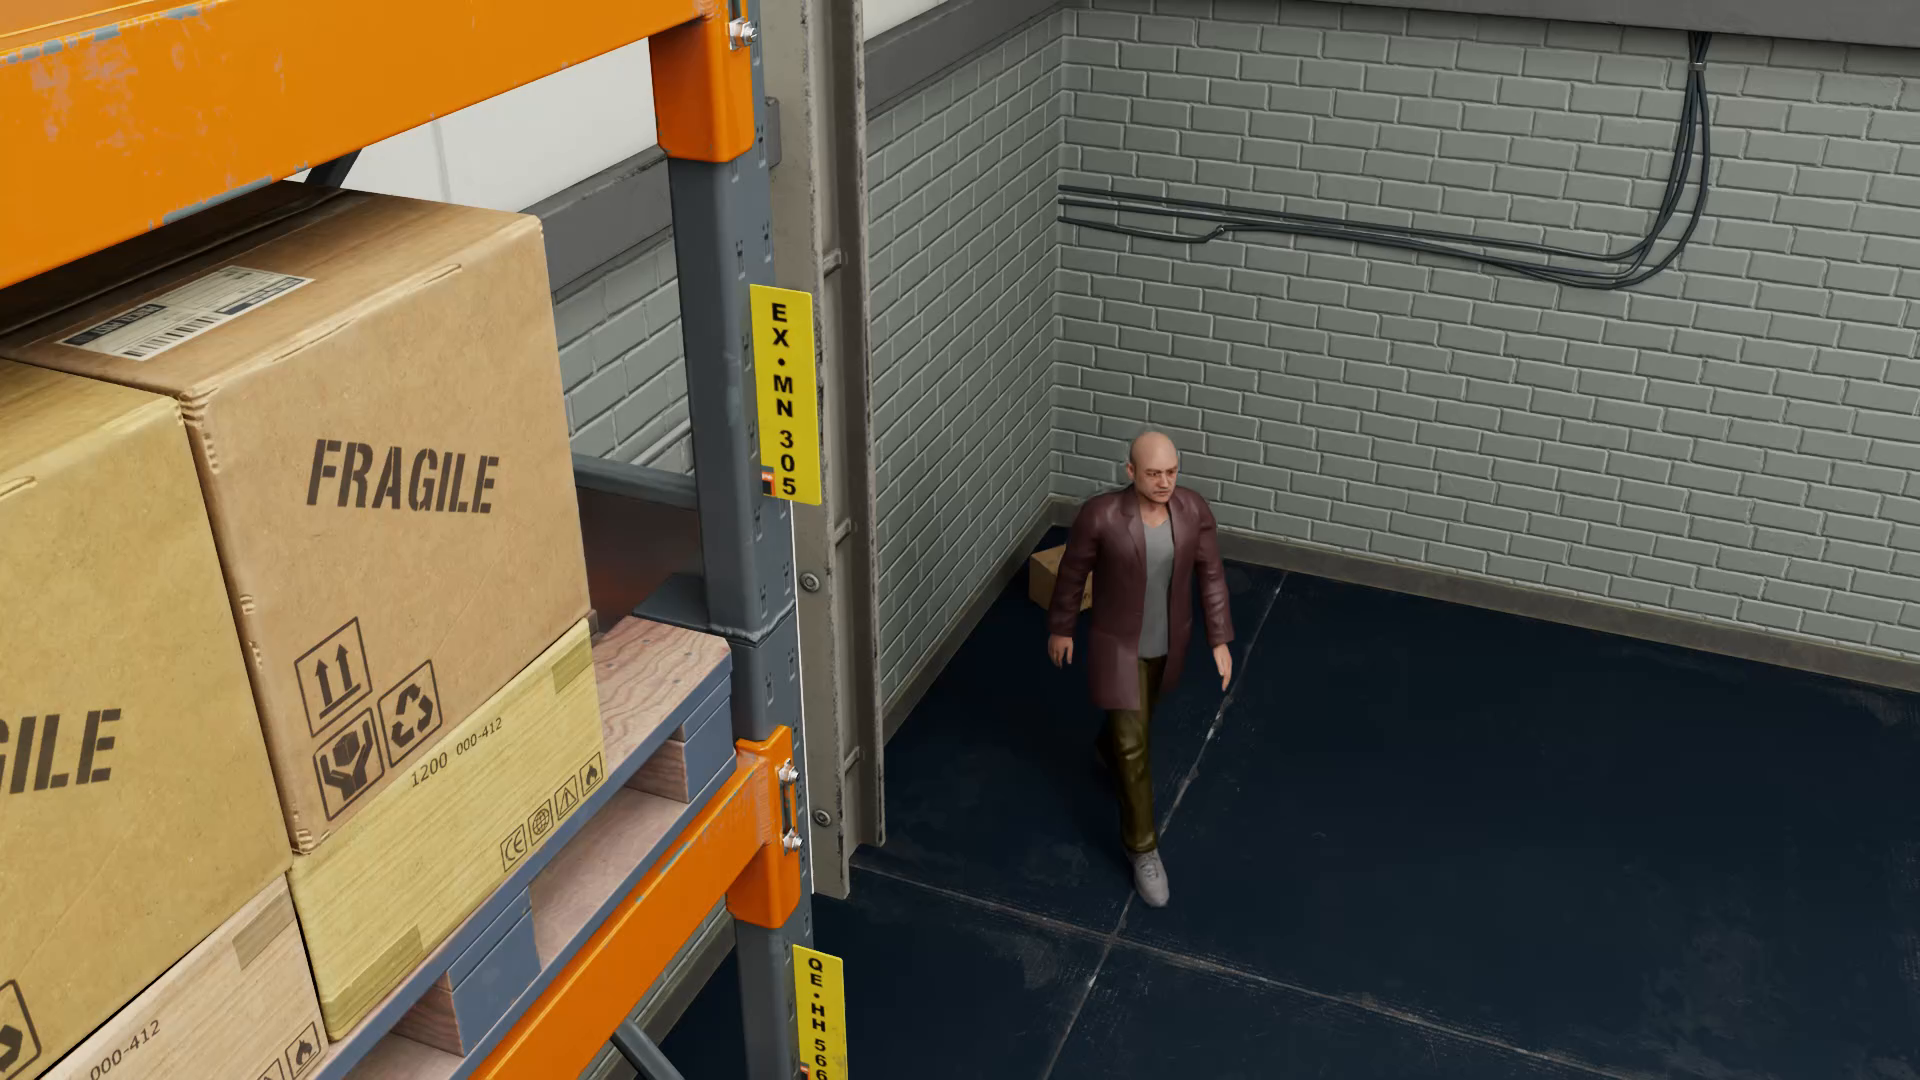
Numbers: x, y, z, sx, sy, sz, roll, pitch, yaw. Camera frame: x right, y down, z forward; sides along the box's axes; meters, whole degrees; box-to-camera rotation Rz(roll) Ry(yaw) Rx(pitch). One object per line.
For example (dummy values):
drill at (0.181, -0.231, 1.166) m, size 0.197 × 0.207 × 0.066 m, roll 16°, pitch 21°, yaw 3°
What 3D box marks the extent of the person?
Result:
person at (0.711, 0.419, 6.397) m, size 0.658 × 1.780 × 0.950 m, roll -9°, pitch 31°, yaw -16°
